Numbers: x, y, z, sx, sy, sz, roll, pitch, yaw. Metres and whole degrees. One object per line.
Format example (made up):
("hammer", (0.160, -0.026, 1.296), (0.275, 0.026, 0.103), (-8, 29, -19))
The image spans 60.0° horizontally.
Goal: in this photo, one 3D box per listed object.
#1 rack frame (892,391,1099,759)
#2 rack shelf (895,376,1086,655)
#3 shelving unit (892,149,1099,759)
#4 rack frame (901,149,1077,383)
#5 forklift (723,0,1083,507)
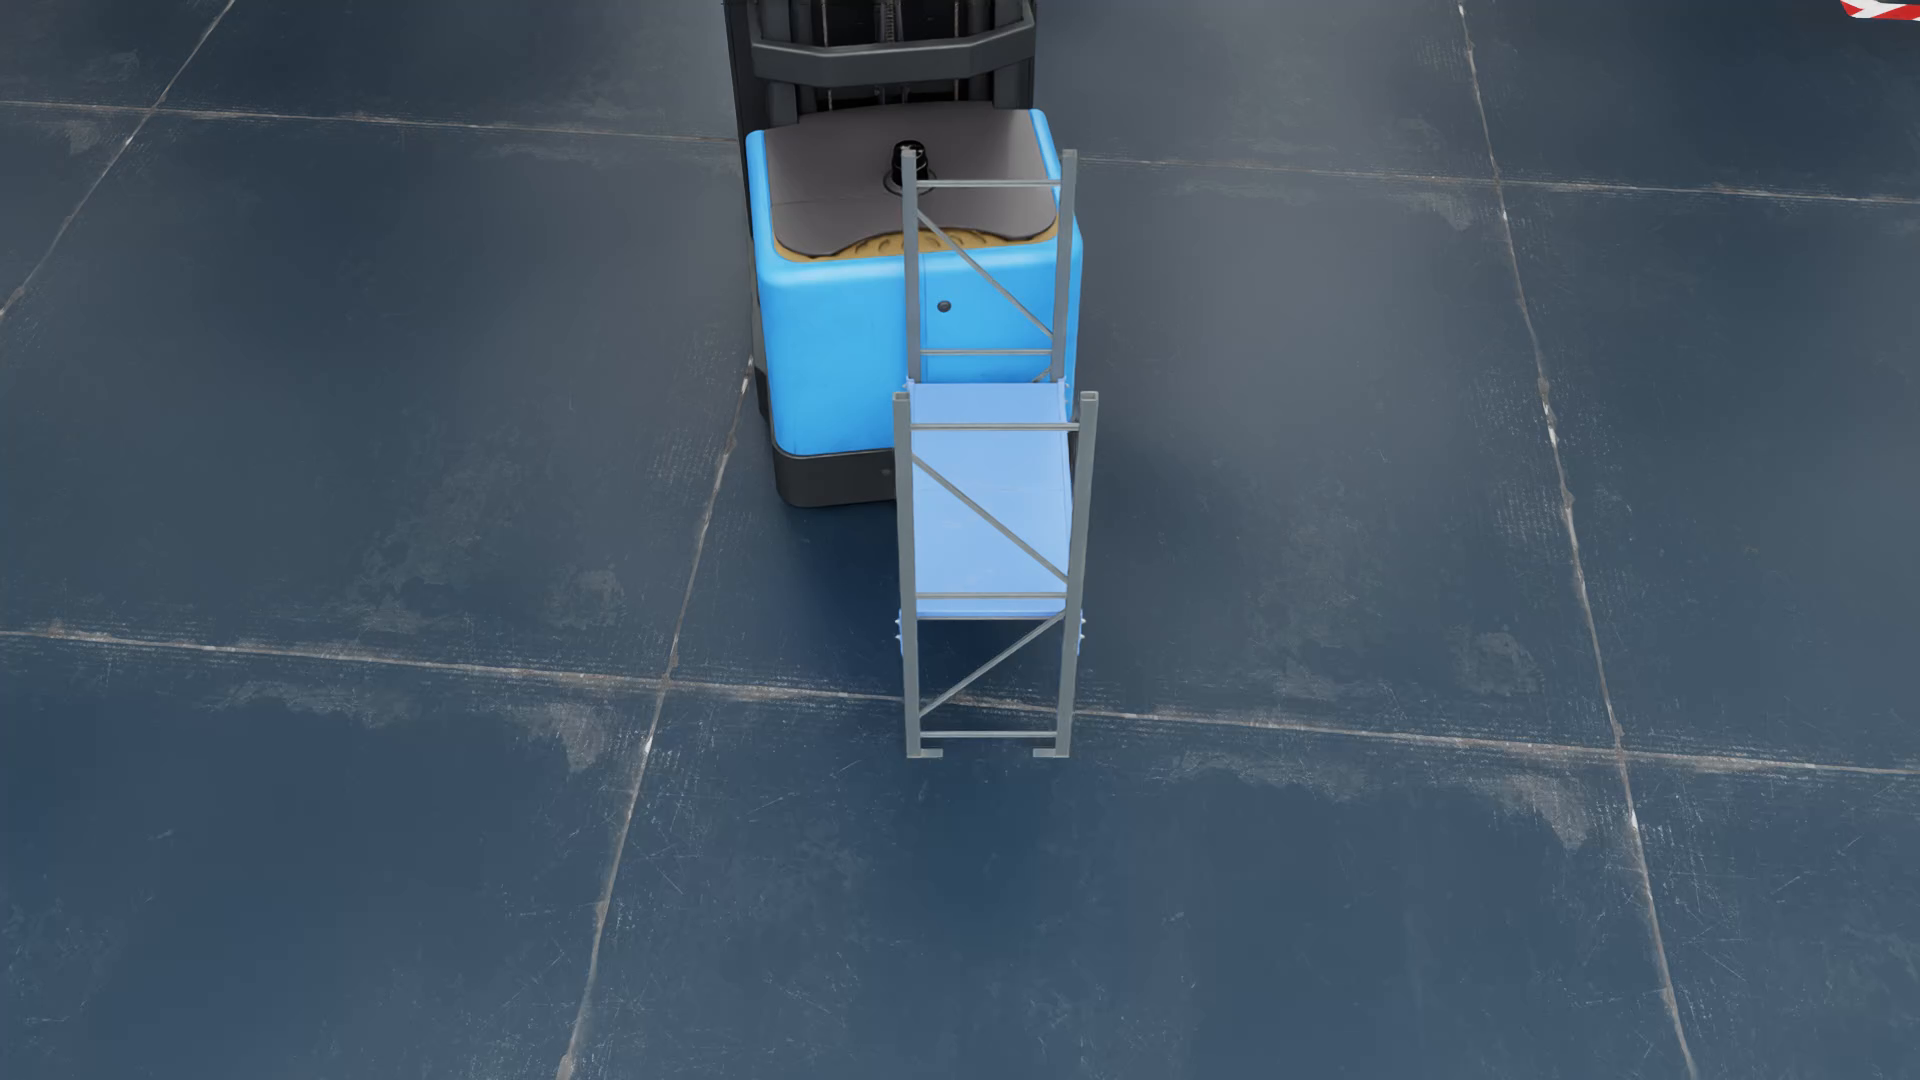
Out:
("rack frame", (0.086, 0.156, 4.591), (0.500, 1.500, 0.032), (0, 48, 0))
("rack shelf", (0.085, -0.097, 5.067), (0.538, 0.185, 1.000), (0, 48, 0))
("shelving unit", (0.085, -0.219, 4.934), (0.538, 1.500, 1.048), (0, 48, 0))
("rack frame", (0.083, -0.594, 5.277), (0.500, 1.500, 0.032), (0, 48, 0))
("forklift", (-0.309, -2.203, 5.778), (1.130, 2.935, 3.031), (-6, 48, -5))
